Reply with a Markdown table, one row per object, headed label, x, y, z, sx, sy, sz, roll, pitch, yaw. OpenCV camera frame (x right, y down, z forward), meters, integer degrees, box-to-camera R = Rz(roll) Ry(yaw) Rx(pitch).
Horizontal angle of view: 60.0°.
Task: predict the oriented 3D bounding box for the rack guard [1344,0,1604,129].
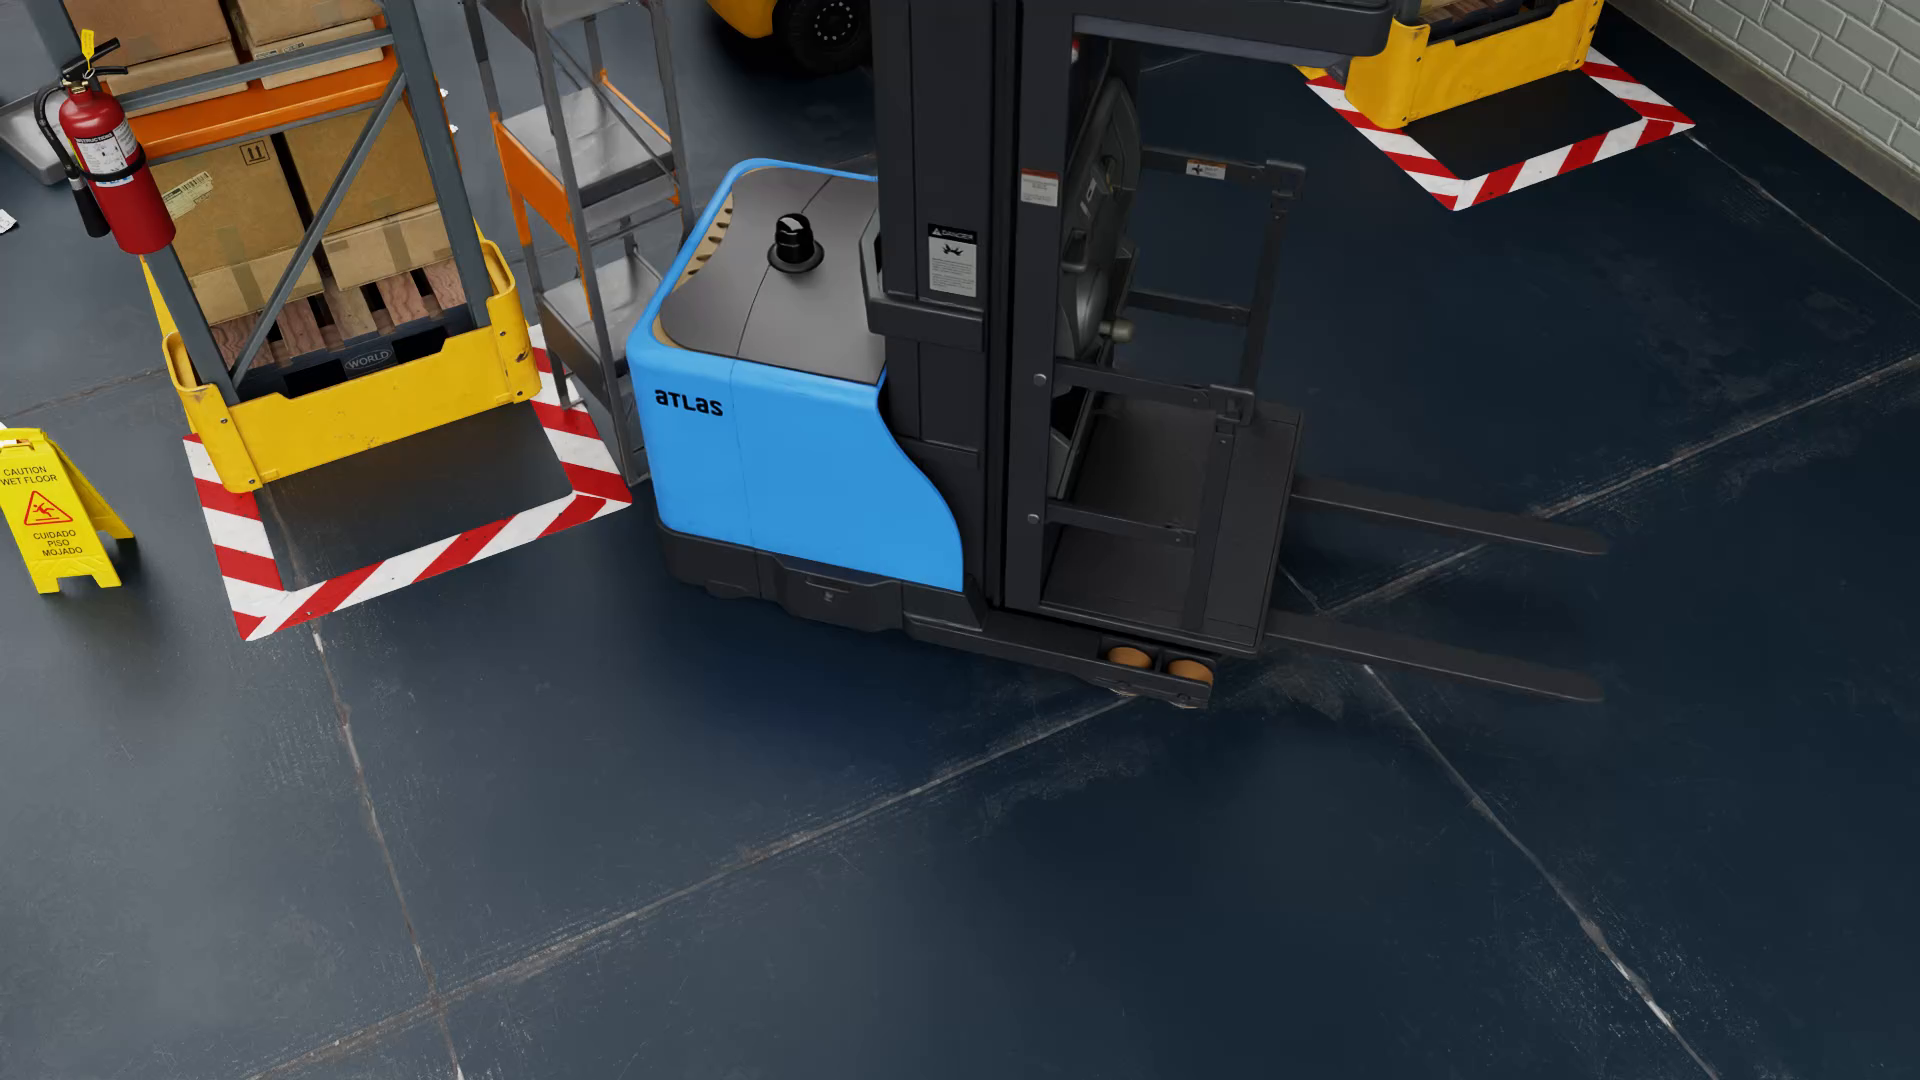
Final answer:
| label | x | y | z | sx | sy | sz | roll | pitch | yaw |
| --- | --- | --- | --- | --- | --- | --- | --- | --- | --- |
| rack guard | 2.309 | -2.274 | 7.407 | 1.175 | 0.500 | 0.348 | -21 | 52 | -18 |

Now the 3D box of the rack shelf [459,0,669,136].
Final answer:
| label | x | y | z | sx | sy | sz | roll | pitch | yaw |
| --- | --- | --- | --- | --- | --- | --- | --- | --- | --- |
| rack shelf | -1.160 | -1.575 | 4.819 | 0.431 | 0.518 | 0.480 | -30 | 55 | -24 |

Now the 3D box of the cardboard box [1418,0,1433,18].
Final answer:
| label | x | y | z | sx | sy | sz | roll | pitch | yaw |
| --- | --- | --- | --- | --- | --- | --- | --- | --- | --- |
| cardboard box | 1.802 | -2.552 | 7.537 | 0.500 | 0.250 | 0.500 | -21 | 52 | -17 |

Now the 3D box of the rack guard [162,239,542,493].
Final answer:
| label | x | y | z | sx | sy | sz | roll | pitch | yaw |
| --- | --- | --- | --- | --- | --- | --- | --- | --- | --- |
| rack guard | -2.149 | -0.629 | 5.968 | 1.175 | 0.500 | 0.348 | -21 | 52 | -18 |

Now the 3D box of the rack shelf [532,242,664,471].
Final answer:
| label | x | y | z | sx | sy | sz | roll | pitch | yaw |
| --- | --- | --- | --- | --- | --- | --- | --- | --- | --- |
| rack shelf | -1.165 | -0.649 | 5.869 | 0.431 | 0.518 | 0.480 | -30 | 55 | -24 |

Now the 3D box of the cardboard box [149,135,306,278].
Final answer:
| label | x | y | z | sx | sy | sz | roll | pitch | yaw |
| --- | --- | --- | --- | --- | --- | --- | --- | --- | --- |
| cardboard box | -2.712 | -1.327 | 5.968 | 0.500 | 0.500 | 0.500 | -21 | 52 | -17 |

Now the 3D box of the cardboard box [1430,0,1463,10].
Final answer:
| label | x | y | z | sx | sy | sz | roll | pitch | yaw |
| --- | --- | --- | --- | --- | --- | --- | --- | --- | --- |
| cardboard box | 2.247 | -2.742 | 7.703 | 0.500 | 0.250 | 0.500 | -21 | 52 | -17 |

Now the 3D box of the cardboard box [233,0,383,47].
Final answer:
| label | x | y | z | sx | sy | sz | roll | pitch | yaw |
| --- | --- | --- | --- | --- | --- | --- | --- | --- | --- |
| cardboard box | -2.084 | -1.944 | 5.194 | 0.500 | 0.500 | 0.500 | -22 | 52 | -18 |

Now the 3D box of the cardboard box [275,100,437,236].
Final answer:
| label | x | y | z | sx | sy | sz | roll | pitch | yaw |
| --- | --- | --- | --- | --- | --- | --- | --- | --- | --- |
| cardboard box | -2.249 | -1.532 | 6.146 | 0.500 | 0.500 | 0.500 | -23 | 53 | -19 |

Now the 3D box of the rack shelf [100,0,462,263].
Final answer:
| label | x | y | z | sx | sy | sz | roll | pitch | yaw |
| --- | --- | --- | --- | --- | --- | --- | --- | --- | --- |
| rack shelf | -3.029 | -2.503 | 6.424 | 1.077 | 0.370 | 4.000 | -21 | 52 | -18 |

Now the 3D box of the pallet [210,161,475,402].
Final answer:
| label | x | y | z | sx | sy | sz | roll | pitch | yaw |
| --- | --- | --- | --- | --- | --- | --- | --- | --- | --- |
| pallet | -2.489 | -1.090 | 6.563 | 1.003 | 0.211 | 1.213 | -21 | 52 | -18 |

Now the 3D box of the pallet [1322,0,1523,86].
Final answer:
| label | x | y | z | sx | sy | sz | roll | pitch | yaw |
| --- | --- | --- | --- | --- | --- | --- | --- | --- | --- |
| pallet | 1.911 | -2.693 | 7.965 | 1.003 | 0.211 | 1.213 | -21 | 52 | -18 |

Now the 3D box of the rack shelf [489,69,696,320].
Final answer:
| label | x | y | z | sx | sy | sz | roll | pitch | yaw |
| --- | --- | --- | --- | --- | --- | --- | --- | --- | --- |
| rack shelf | -1.162 | -1.112 | 5.344 | 0.431 | 0.518 | 0.480 | -30 | 55 | -24 |

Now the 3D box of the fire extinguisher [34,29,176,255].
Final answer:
| label | x | y | z | sx | sy | sz | roll | pitch | yaw |
| --- | --- | --- | --- | --- | --- | --- | --- | --- | --- |
| fire extinguisher | -2.471 | -1.140 | 4.806 | 0.296 | 0.674 | 0.183 | -21 | 52 | -18 |

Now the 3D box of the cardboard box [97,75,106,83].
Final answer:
| label | x | y | z | sx | sy | sz | roll | pitch | yaw |
| --- | --- | --- | --- | --- | --- | --- | --- | --- | --- |
| cardboard box | -2.690 | -1.626 | 5.346 | 0.380 | 0.149 | 0.250 | -22 | 52 | -18 |

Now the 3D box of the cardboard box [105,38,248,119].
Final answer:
| label | x | y | z | sx | sy | sz | roll | pitch | yaw |
| --- | --- | --- | --- | --- | --- | --- | --- | --- | --- |
| cardboard box | -2.475 | -1.495 | 5.232 | 0.380 | 0.149 | 0.250 | -20 | 52 | -16 |

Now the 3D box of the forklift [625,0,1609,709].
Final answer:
| label | x | y | z | sx | sy | sz | roll | pitch | yaw |
| --- | --- | --- | --- | --- | --- | --- | --- | --- | --- |
| forklift | 0.579 | -0.877 | 4.570 | 3.031 | 2.935 | 1.130 | 12 | 50 | 10 |

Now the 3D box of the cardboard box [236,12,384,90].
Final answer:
| label | x | y | z | sx | sy | sz | roll | pitch | yaw |
| --- | --- | --- | --- | --- | --- | --- | --- | --- | --- |
| cardboard box | -2.085 | -1.617 | 5.338 | 0.380 | 0.149 | 0.250 | -21 | 52 | -17 |

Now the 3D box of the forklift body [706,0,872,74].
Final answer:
| label | x | y | z | sx | sy | sz | roll | pitch | yaw |
| --- | --- | --- | --- | --- | --- | --- | --- | --- | --- |
| forklift body | -0.192 | -3.475 | 7.360 | 2.313 | 2.155 | 1.214 | -21 | 52 | -18 |

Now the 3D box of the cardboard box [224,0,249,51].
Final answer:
| label | x | y | z | sx | sy | sz | roll | pitch | yaw |
| --- | --- | --- | --- | --- | --- | --- | --- | --- | --- |
| cardboard box | -2.214 | -1.781 | 5.482 | 0.380 | 0.149 | 0.250 | -20 | 52 | -17 |

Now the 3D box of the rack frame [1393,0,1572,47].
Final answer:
| label | x | y | z | sx | sy | sz | roll | pitch | yaw |
| --- | --- | --- | --- | --- | --- | --- | --- | --- | --- |
| rack frame | 2.298 | -3.113 | 6.480 | 1.000 | 3.000 | 0.127 | -21 | 52 | -18 |

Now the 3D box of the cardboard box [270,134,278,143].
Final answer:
| label | x | y | z | sx | sy | sz | roll | pitch | yaw |
| --- | --- | --- | --- | --- | --- | --- | --- | --- | --- |
| cardboard box | -2.725 | -1.974 | 7.032 | 0.500 | 0.250 | 0.500 | -18 | 51 | -15 |

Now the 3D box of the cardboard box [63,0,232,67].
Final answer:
| label | x | y | z | sx | sy | sz | roll | pitch | yaw |
| --- | --- | --- | --- | --- | --- | --- | --- | --- | --- |
| cardboard box | -2.607 | -1.800 | 5.068 | 0.500 | 0.500 | 0.500 | -22 | 52 | -18 |

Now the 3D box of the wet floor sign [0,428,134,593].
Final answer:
| label | x | y | z | sx | sy | sz | roll | pitch | yaw |
| --- | --- | --- | --- | --- | --- | --- | --- | --- | --- |
| wet floor sign | -2.978 | -0.130 | 5.435 | 0.267 | 0.644 | 0.232 | -5 | 49 | -5 |

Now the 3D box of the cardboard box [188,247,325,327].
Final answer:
| label | x | y | z | sx | sy | sz | roll | pitch | yaw |
| --- | --- | --- | --- | --- | --- | --- | --- | --- | --- |
| cardboard box | -2.734 | -1.098 | 6.266 | 0.500 | 0.250 | 0.500 | -21 | 52 | -18 |

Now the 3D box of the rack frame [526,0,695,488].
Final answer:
| label | x | y | z | sx | sy | sz | roll | pitch | yaw |
| --- | --- | --- | --- | --- | --- | --- | --- | --- | --- |
| rack frame | -1.013 | -0.976 | 5.206 | 0.400 | 2.100 | 0.015 | -30 | 55 | -24 |

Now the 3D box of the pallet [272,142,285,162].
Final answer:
| label | x | y | z | sx | sy | sz | roll | pitch | yaw |
| --- | --- | --- | --- | --- | --- | --- | --- | --- | --- |
| pallet | -3.043 | -1.905 | 7.276 | 1.003 | 0.211 | 1.213 | -21 | 52 | -18 |

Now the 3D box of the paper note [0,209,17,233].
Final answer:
| label | x | y | z | sx | sy | sz | roll | pitch | yaw |
| --- | --- | --- | --- | --- | --- | --- | --- | --- | --- |
| paper note | -3.997 | -1.311 | 6.877 | 0.148 | 0.019 | 0.142 | 35 | 57 | 27 |

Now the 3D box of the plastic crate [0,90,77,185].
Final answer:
| label | x | y | z | sx | sy | sz | roll | pitch | yaw |
| --- | --- | --- | --- | --- | --- | --- | --- | --- | --- |
| plastic crate | -3.955 | -1.784 | 7.257 | 0.583 | 0.080 | 0.402 | 35 | 57 | 27 |

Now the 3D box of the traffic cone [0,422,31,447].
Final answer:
| label | x | y | z | sx | sy | sz | roll | pitch | yaw |
| --- | --- | --- | --- | --- | --- | --- | --- | --- | --- |
| traffic cone | -3.458 | -0.409 | 5.801 | 0.336 | 0.463 | 0.334 | -21 | 52 | -18 |

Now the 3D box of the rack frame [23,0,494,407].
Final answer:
| label | x | y | z | sx | sy | sz | roll | pitch | yaw |
| --- | --- | --- | --- | --- | --- | --- | --- | --- | --- |
| rack frame | -2.114 | -1.401 | 4.983 | 1.000 | 3.000 | 0.127 | -21 | 52 | -18 |

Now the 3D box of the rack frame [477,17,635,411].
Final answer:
| label | x | y | z | sx | sy | sz | roll | pitch | yaw |
| --- | --- | --- | --- | --- | --- | --- | --- | --- | --- |
| rack frame | -1.311 | -1.267 | 5.461 | 0.400 | 2.100 | 0.015 | -30 | 55 | -24 |

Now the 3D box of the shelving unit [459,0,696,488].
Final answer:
| label | x | y | z | sx | sy | sz | roll | pitch | yaw |
| --- | --- | --- | --- | --- | --- | --- | --- | --- | --- |
| shelving unit | -1.162 | -1.121 | 5.334 | 0.431 | 2.100 | 0.503 | -30 | 55 | -24 |

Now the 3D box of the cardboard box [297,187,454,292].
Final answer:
| label | x | y | z | sx | sy | sz | roll | pitch | yaw |
| --- | --- | --- | --- | --- | --- | --- | --- | --- | --- |
| cardboard box | -2.237 | -1.269 | 6.415 | 0.500 | 0.250 | 0.500 | -22 | 52 | -18 |
